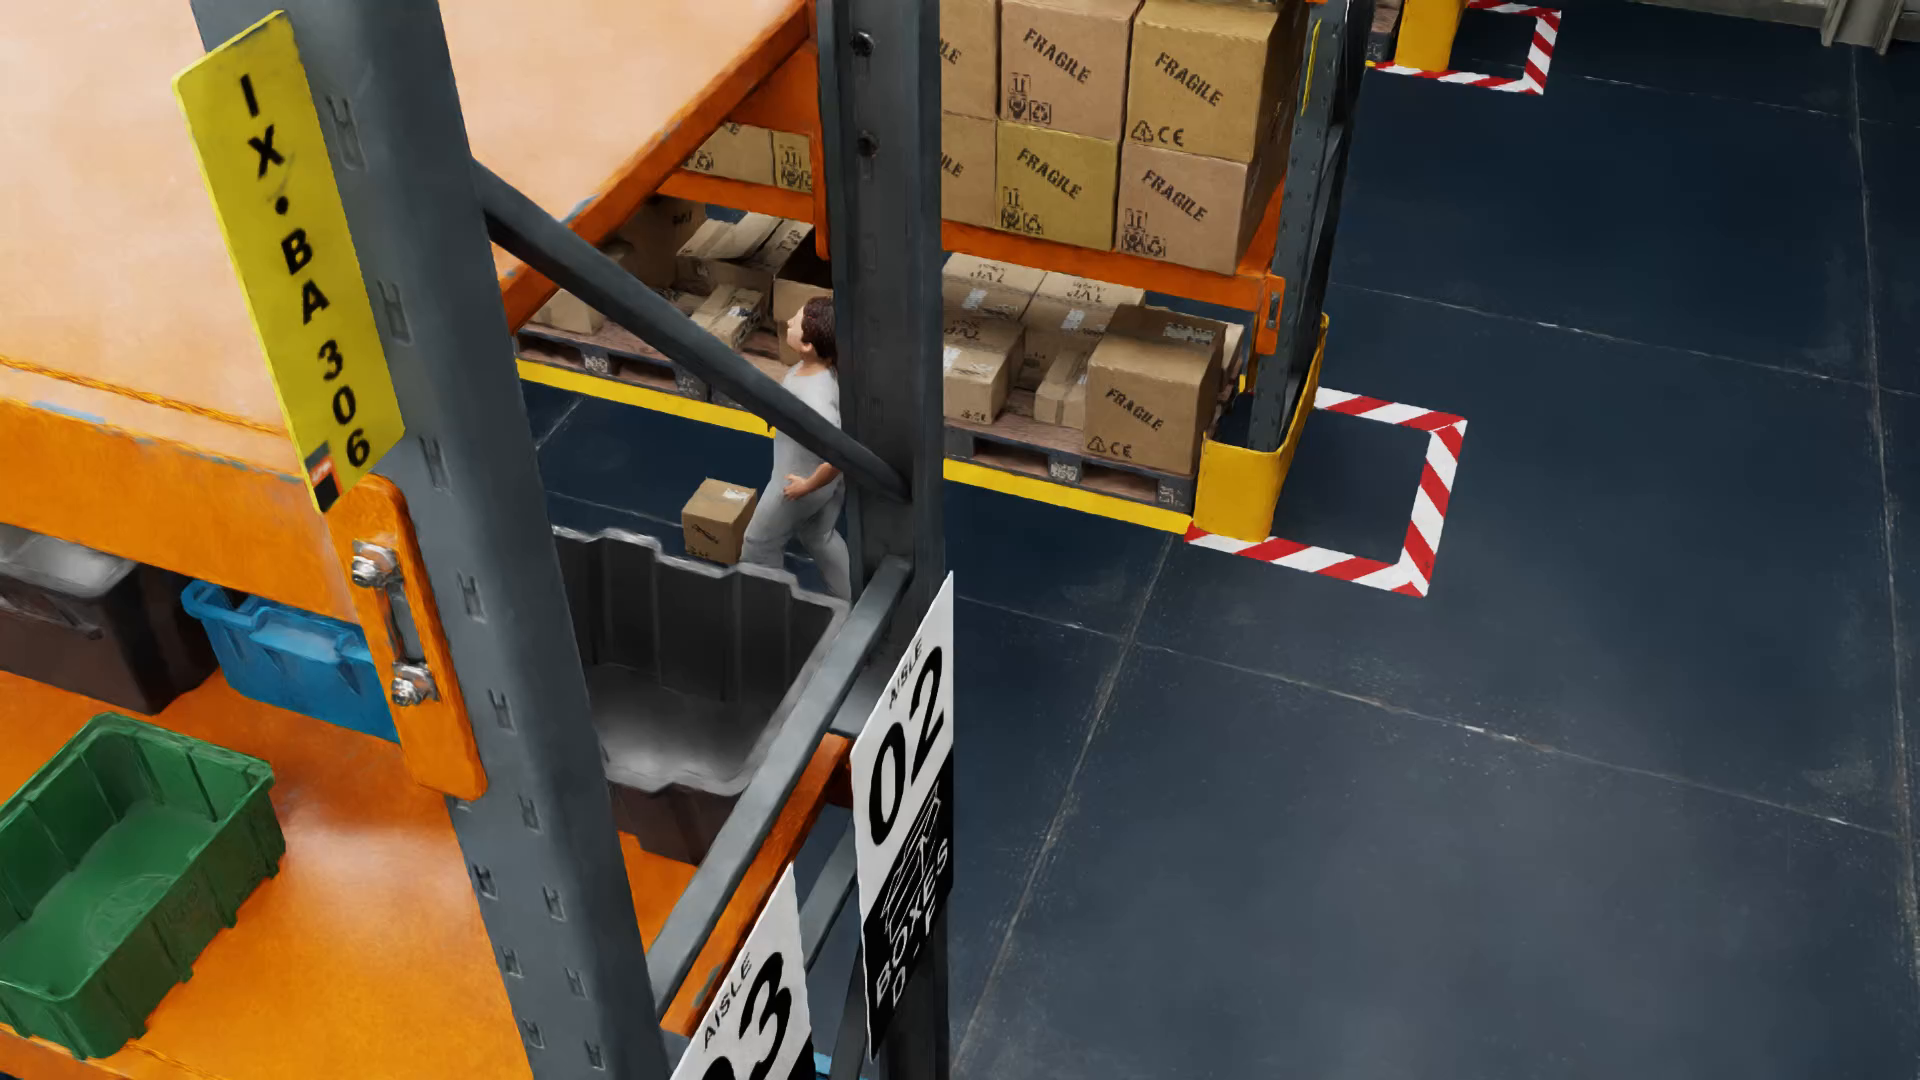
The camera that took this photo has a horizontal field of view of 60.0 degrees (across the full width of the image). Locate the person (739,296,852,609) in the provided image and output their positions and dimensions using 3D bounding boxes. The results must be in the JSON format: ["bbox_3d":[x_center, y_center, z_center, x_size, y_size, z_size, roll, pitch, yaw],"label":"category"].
[{"bbox_3d":[-0.674,-0.274,6.484,0.788,1.648,0.531,18,45,19],"label":"person"}]
